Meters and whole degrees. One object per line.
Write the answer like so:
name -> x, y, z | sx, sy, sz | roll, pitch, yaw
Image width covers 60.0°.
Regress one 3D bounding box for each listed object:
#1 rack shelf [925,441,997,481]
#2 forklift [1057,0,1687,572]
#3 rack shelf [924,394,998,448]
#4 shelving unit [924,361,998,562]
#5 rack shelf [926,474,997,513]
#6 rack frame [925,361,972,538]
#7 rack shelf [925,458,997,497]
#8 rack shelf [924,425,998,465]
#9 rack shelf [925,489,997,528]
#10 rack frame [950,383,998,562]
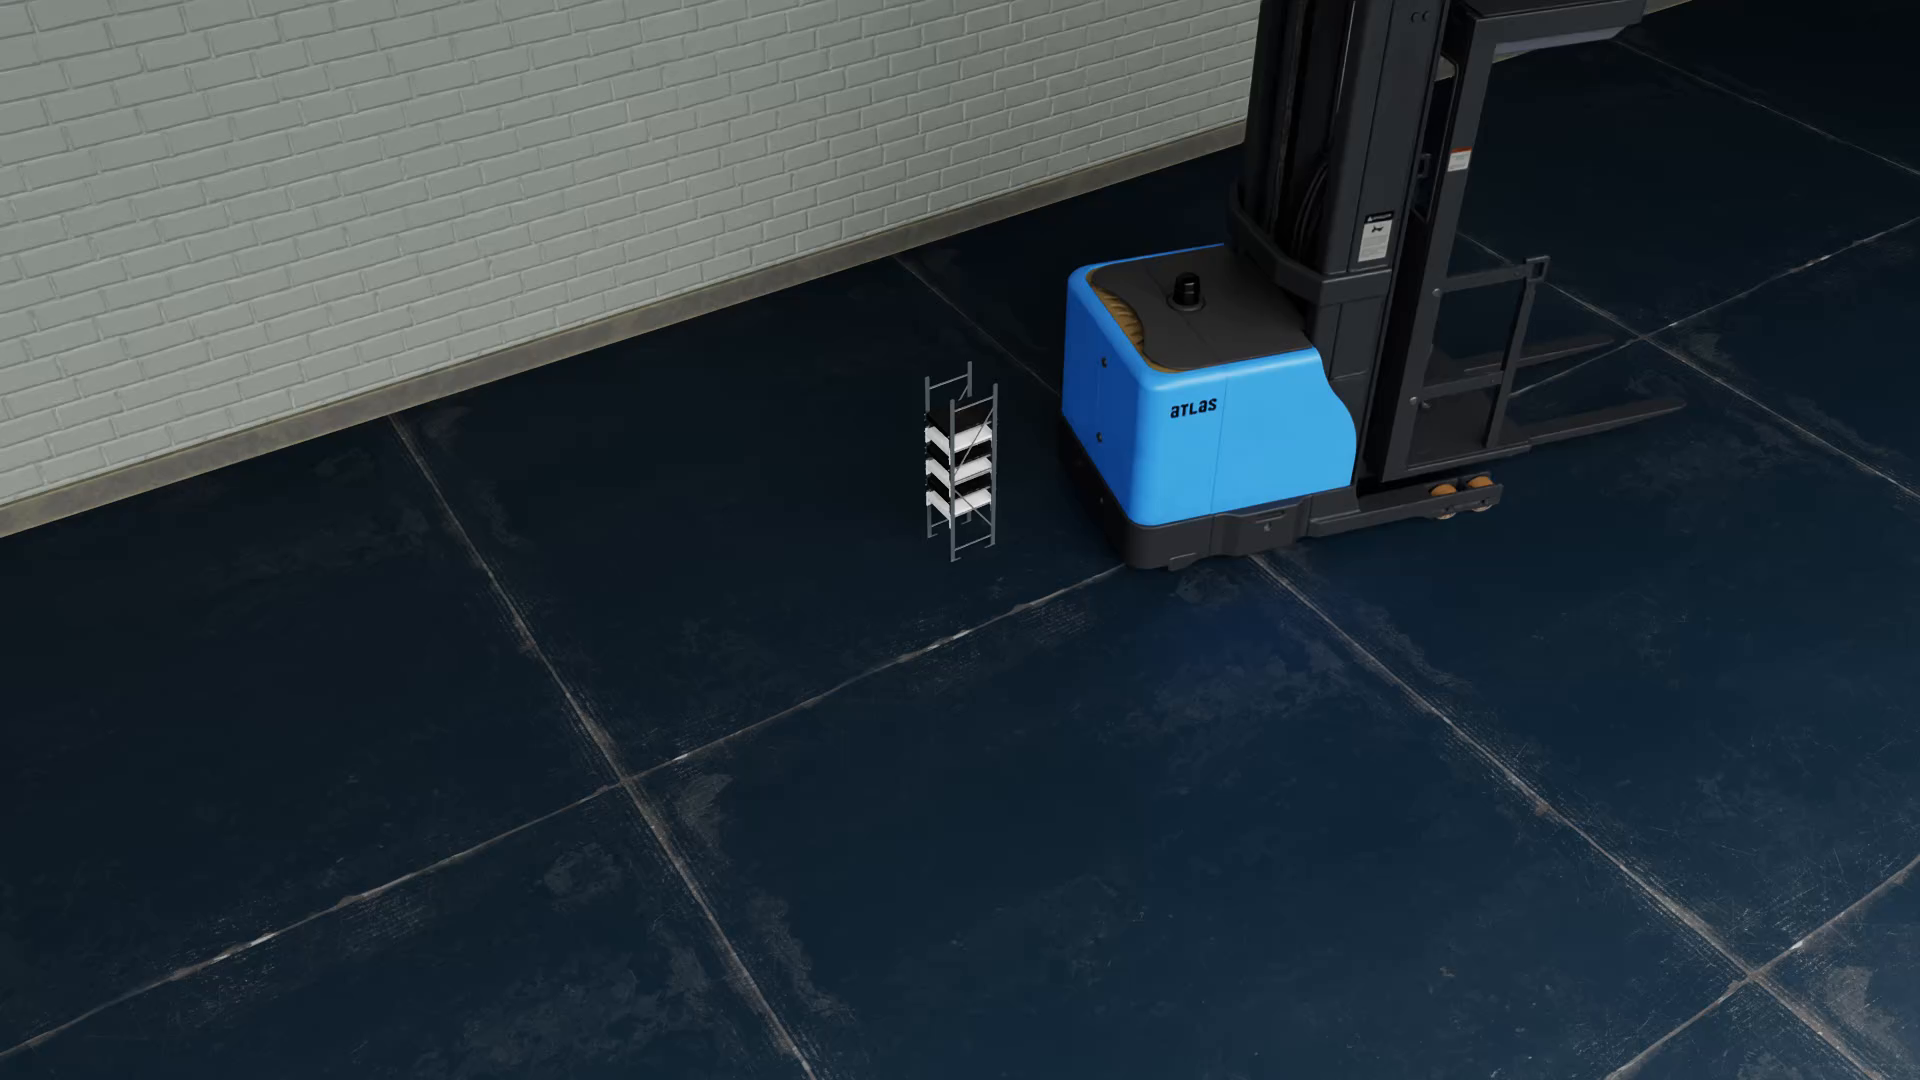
rack shelf -> 0.004, -0.385, 7.420 | 0.258, 0.077, 0.200 | -22, 45, -24
forklift -> 2.050, -1.535, 7.302 | 3.031, 2.935, 1.130 | -12, 41, -14
rack shelf -> 0.004, -0.523, 7.305 | 0.258, 0.077, 0.200 | -22, 45, -24
shelving unit -> 0.004, -0.341, 7.457 | 0.258, 0.900, 0.210 | -22, 45, -24
rack shelf -> 0.004, -0.247, 7.536 | 0.258, 0.077, 0.200 | -22, 45, -24
rack frame -> -0.050, -0.396, 7.523 | 0.240, 0.900, 0.006 | -22, 45, -24
rack shelf -> 0.004, -0.316, 7.478 | 0.258, 0.077, 0.200 | -22, 45, -24
rack shelf -> 0.004, -0.454, 7.363 | 0.258, 0.077, 0.200 | -22, 45, -24
rack shelf -> 0.004, -0.177, 7.593 | 0.258, 0.077, 0.200 | -22, 45, -24
rack frame -> 0.059, -0.286, 7.391 | 0.240, 0.900, 0.006 | -22, 45, -24
